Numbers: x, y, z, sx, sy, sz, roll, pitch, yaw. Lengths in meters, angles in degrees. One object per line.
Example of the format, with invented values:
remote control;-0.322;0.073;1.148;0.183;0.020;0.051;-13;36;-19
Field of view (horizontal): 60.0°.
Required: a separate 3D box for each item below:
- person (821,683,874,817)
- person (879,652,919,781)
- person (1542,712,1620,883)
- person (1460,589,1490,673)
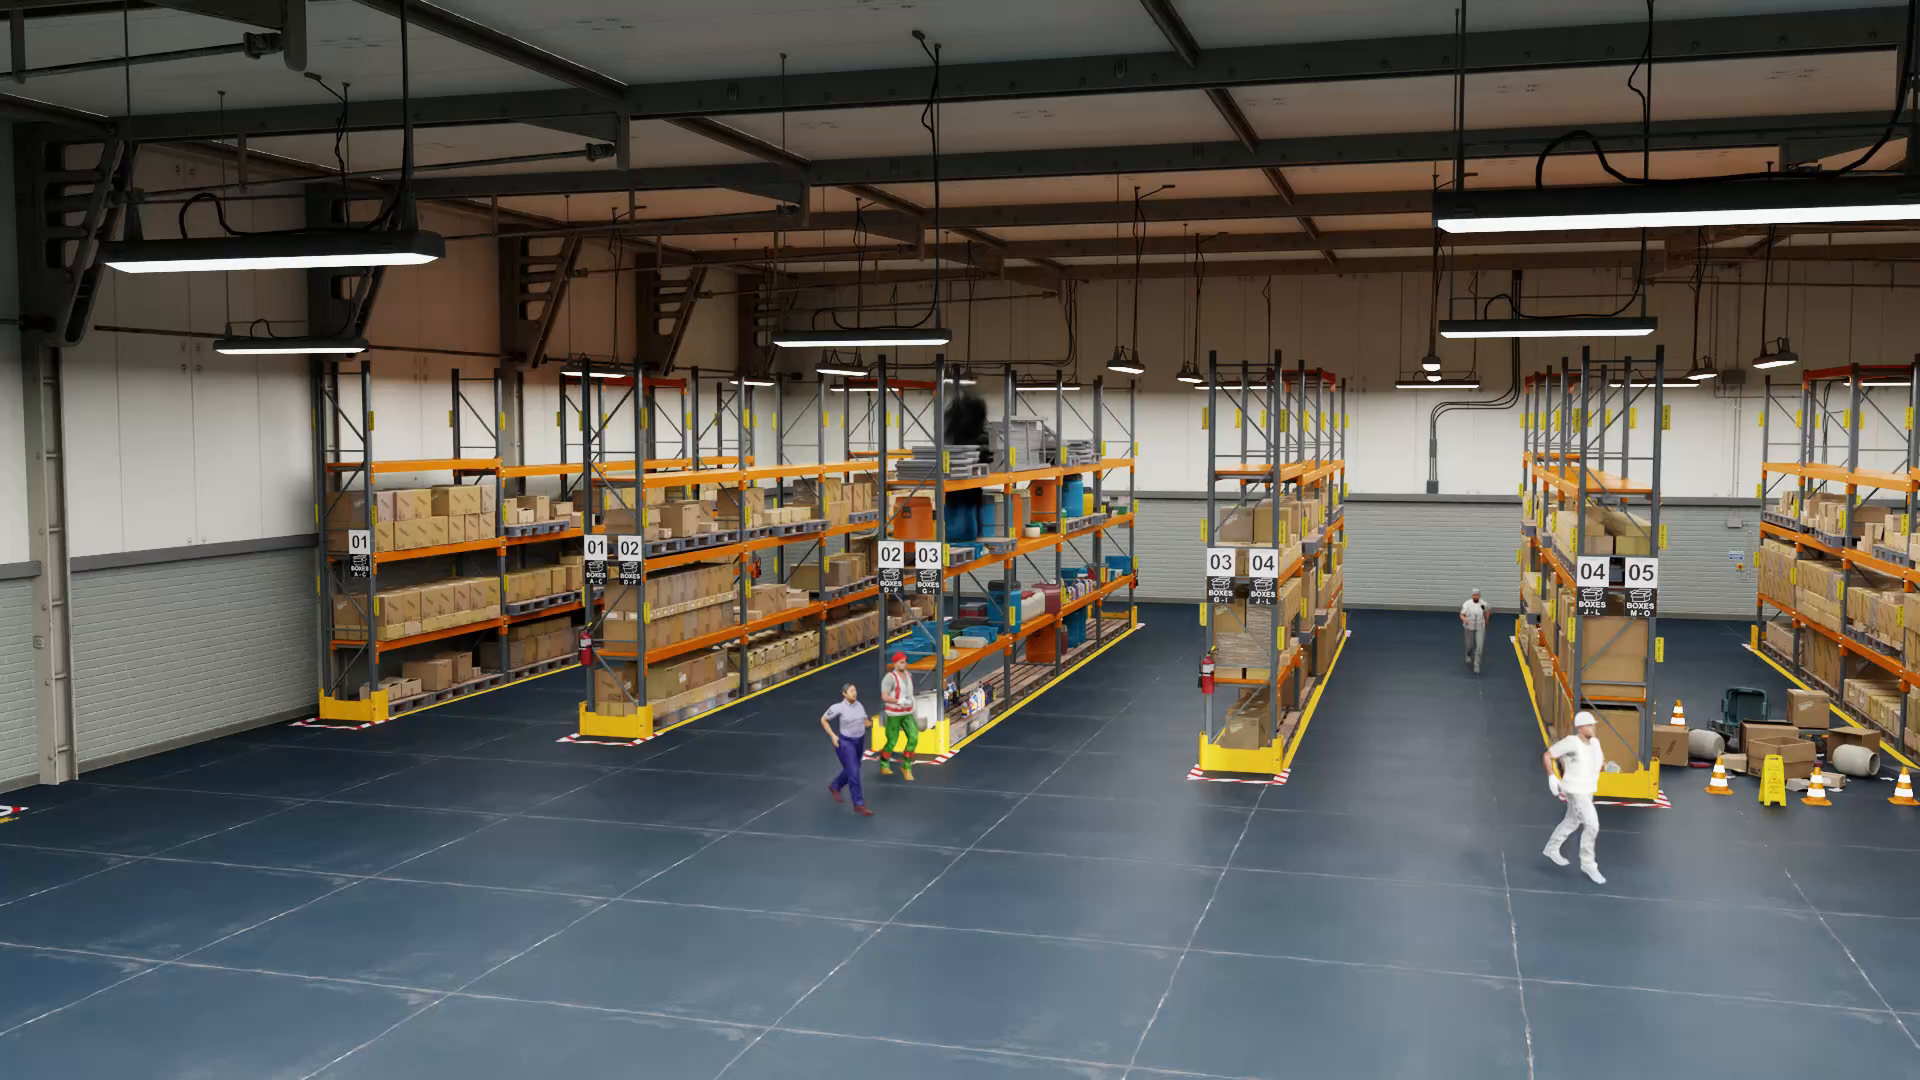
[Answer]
person;-1.412;2.742;21.287;0.939;1.443;0.603;3;5;40
person;-0.826;2.474;23.190;0.679;1.852;0.750;-3;5;-40
person;6.810;2.799;18.291;0.661;1.842;0.882;-4;5;-41
person;10.380;1.795;33.518;0.595;1.663;0.879;1;4;14
